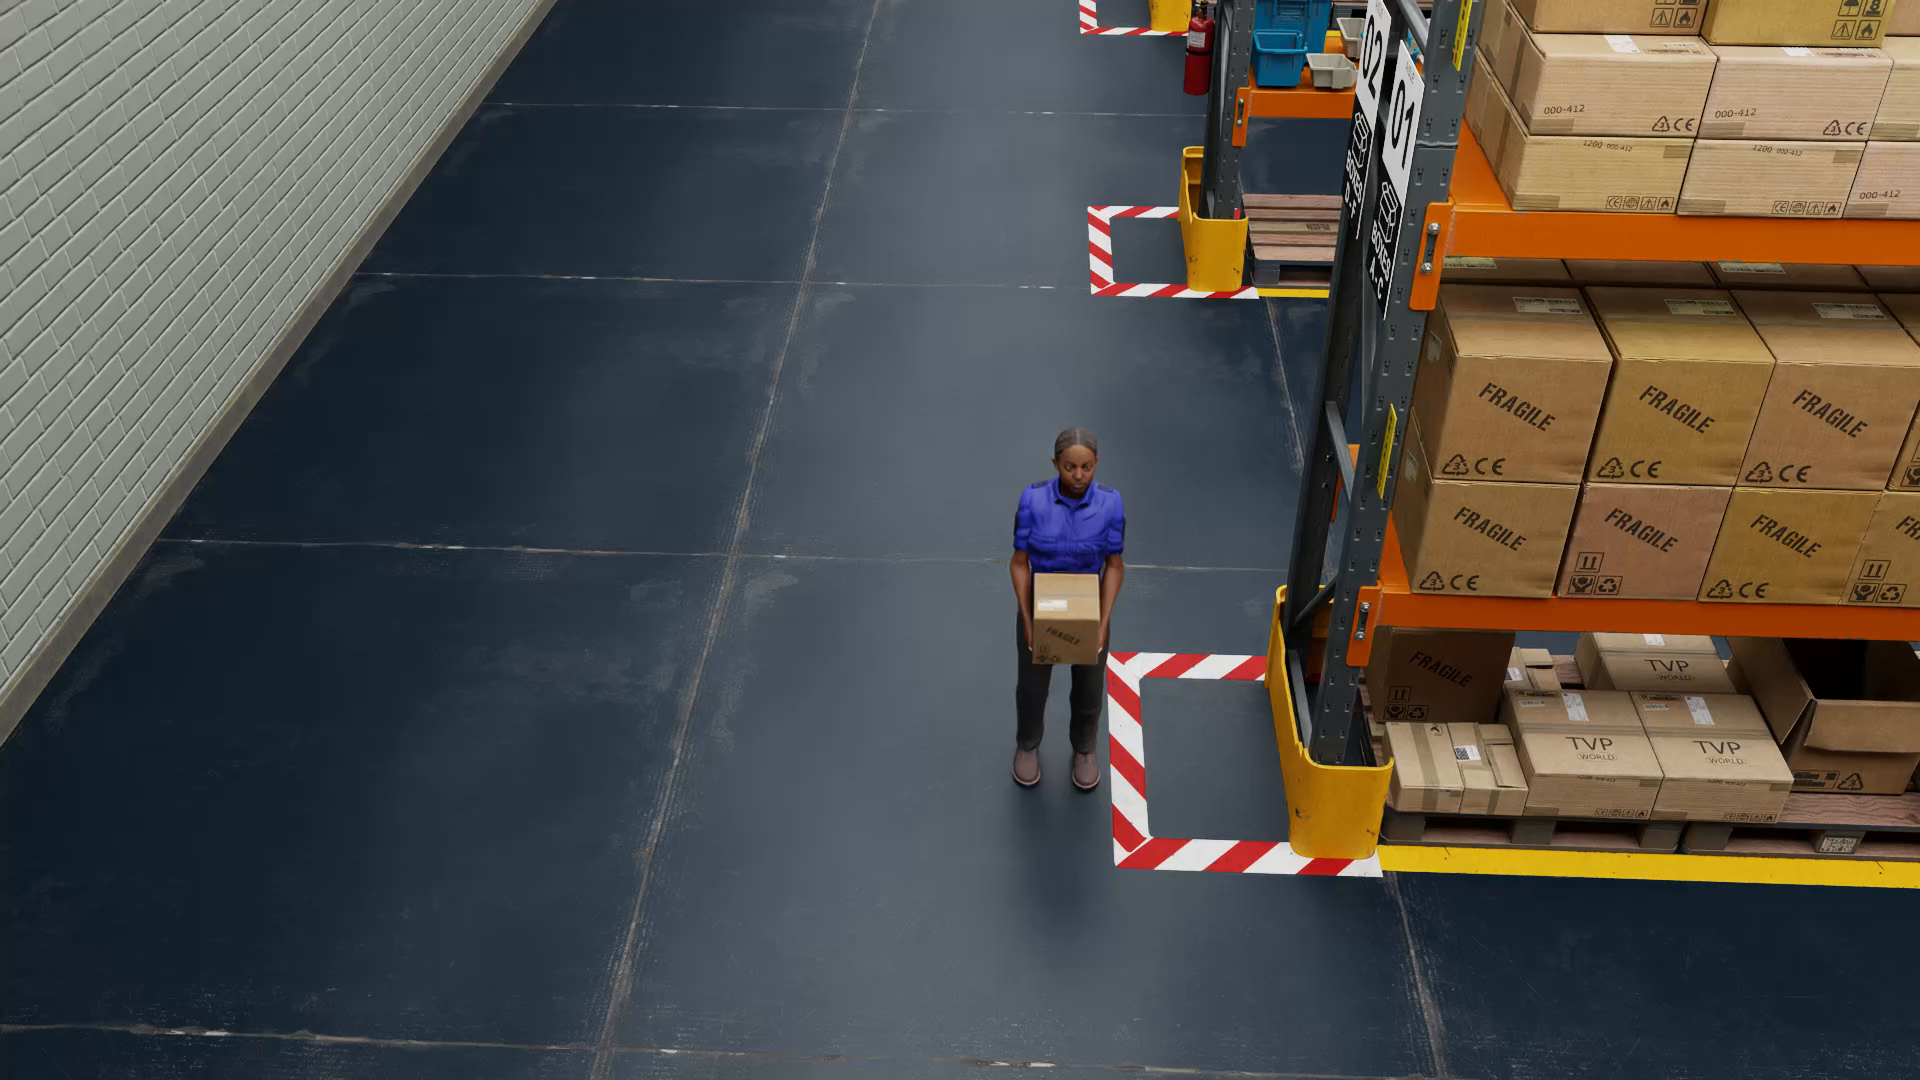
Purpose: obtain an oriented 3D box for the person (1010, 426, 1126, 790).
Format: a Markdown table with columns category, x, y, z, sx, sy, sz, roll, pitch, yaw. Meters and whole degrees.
| category | x | y | z | sx | sy | sz | roll | pitch | yaw |
| --- | --- | --- | --- | --- | --- | --- | --- | --- | --- |
| person | 0.421 | 0.336 | 6.659 | 0.452 | 1.649 | 0.512 | 1 | 36 | 2 |
